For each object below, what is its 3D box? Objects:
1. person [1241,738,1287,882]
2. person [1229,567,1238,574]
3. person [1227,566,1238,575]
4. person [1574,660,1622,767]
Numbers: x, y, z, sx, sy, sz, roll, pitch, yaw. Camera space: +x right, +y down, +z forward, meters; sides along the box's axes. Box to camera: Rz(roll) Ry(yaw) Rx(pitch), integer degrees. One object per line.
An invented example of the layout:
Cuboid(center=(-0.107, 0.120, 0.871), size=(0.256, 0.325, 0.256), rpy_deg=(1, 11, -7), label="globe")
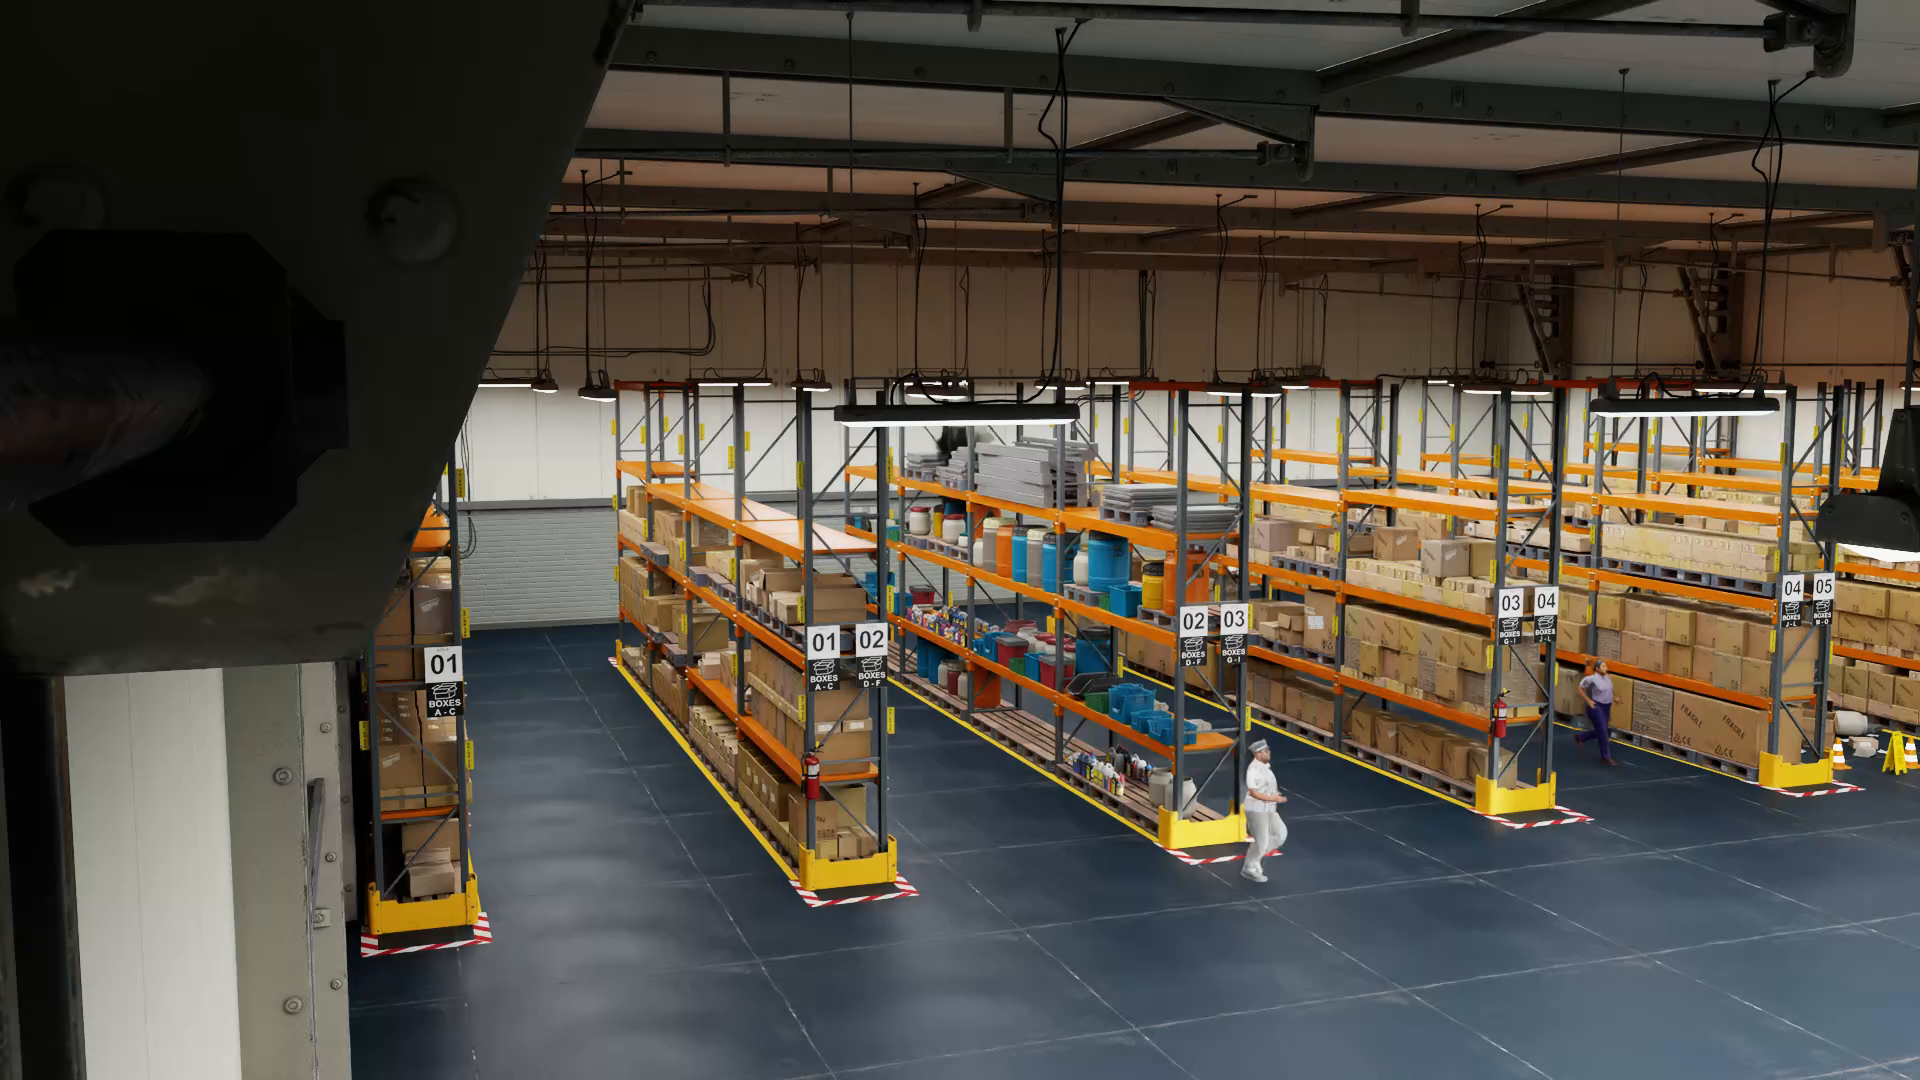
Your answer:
Cuboid(center=(3.736, 3.308, 20.434), size=(0.585, 1.766, 0.686), rpy_deg=(3, 7, 25), label="person")
Cuboid(center=(6.195, 1.481, 37.861), size=(0.646, 1.737, 0.563), rpy_deg=(-2, 6, -17), label="person")
Cuboid(center=(6.748, 1.181, 41.011), size=(0.687, 1.728, 0.586), rpy_deg=(-5, 8, -42), label="person")
Cuboid(center=(10.177, 2.725, 26.541), size=(0.608, 1.655, 0.868), rpy_deg=(-4, 7, -33), label="person")
